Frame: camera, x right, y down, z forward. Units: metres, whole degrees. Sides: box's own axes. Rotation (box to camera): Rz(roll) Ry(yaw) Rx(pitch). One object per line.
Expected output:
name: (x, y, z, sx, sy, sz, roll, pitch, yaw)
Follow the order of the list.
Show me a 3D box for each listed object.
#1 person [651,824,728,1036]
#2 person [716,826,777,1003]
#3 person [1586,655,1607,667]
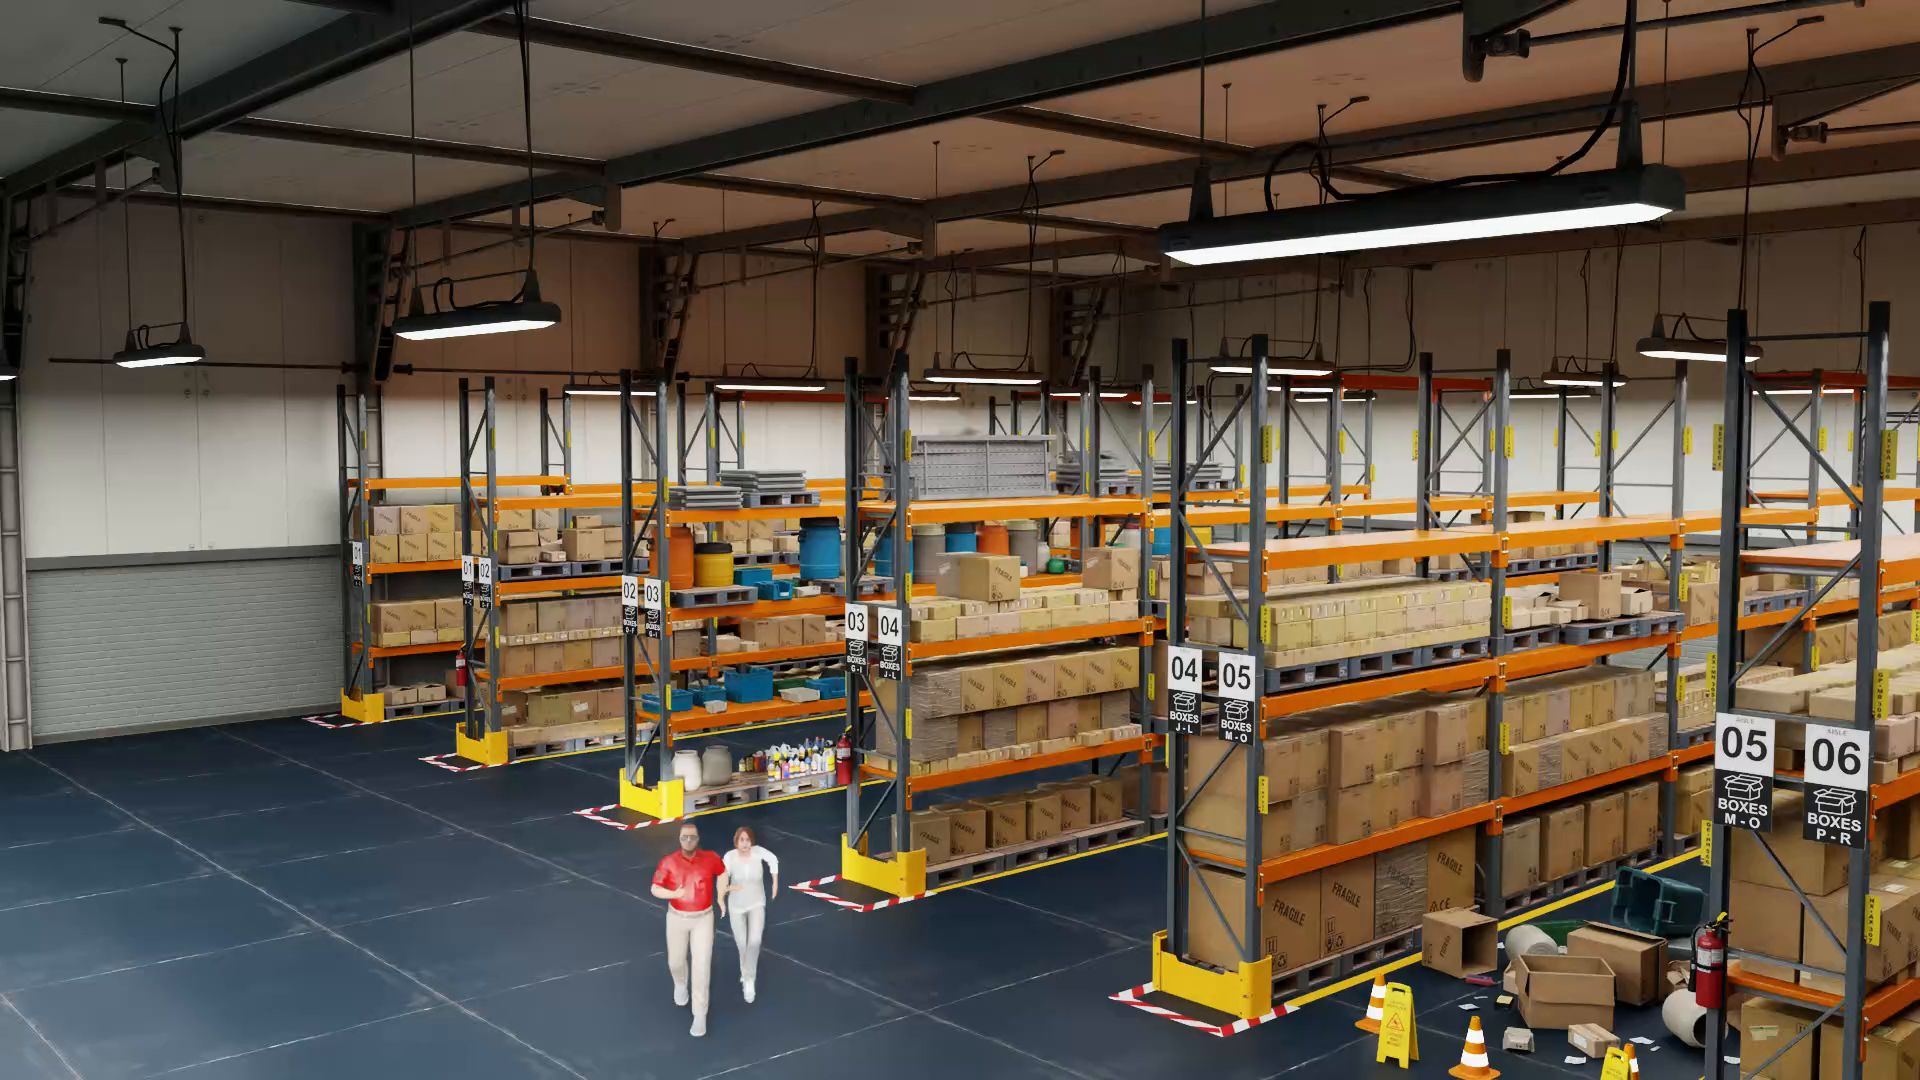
person: (-2.353, 3.329, 14.508, 0.663, 1.714, 0.987, -1, 4, -8)
person: (-1.937, 3.372, 15.162, 0.561, 1.598, 0.774, -1, 4, -9)
person: (10.062, 2.588, 26.281, 0.672, 1.721, 0.686, 4, 5, 44)
